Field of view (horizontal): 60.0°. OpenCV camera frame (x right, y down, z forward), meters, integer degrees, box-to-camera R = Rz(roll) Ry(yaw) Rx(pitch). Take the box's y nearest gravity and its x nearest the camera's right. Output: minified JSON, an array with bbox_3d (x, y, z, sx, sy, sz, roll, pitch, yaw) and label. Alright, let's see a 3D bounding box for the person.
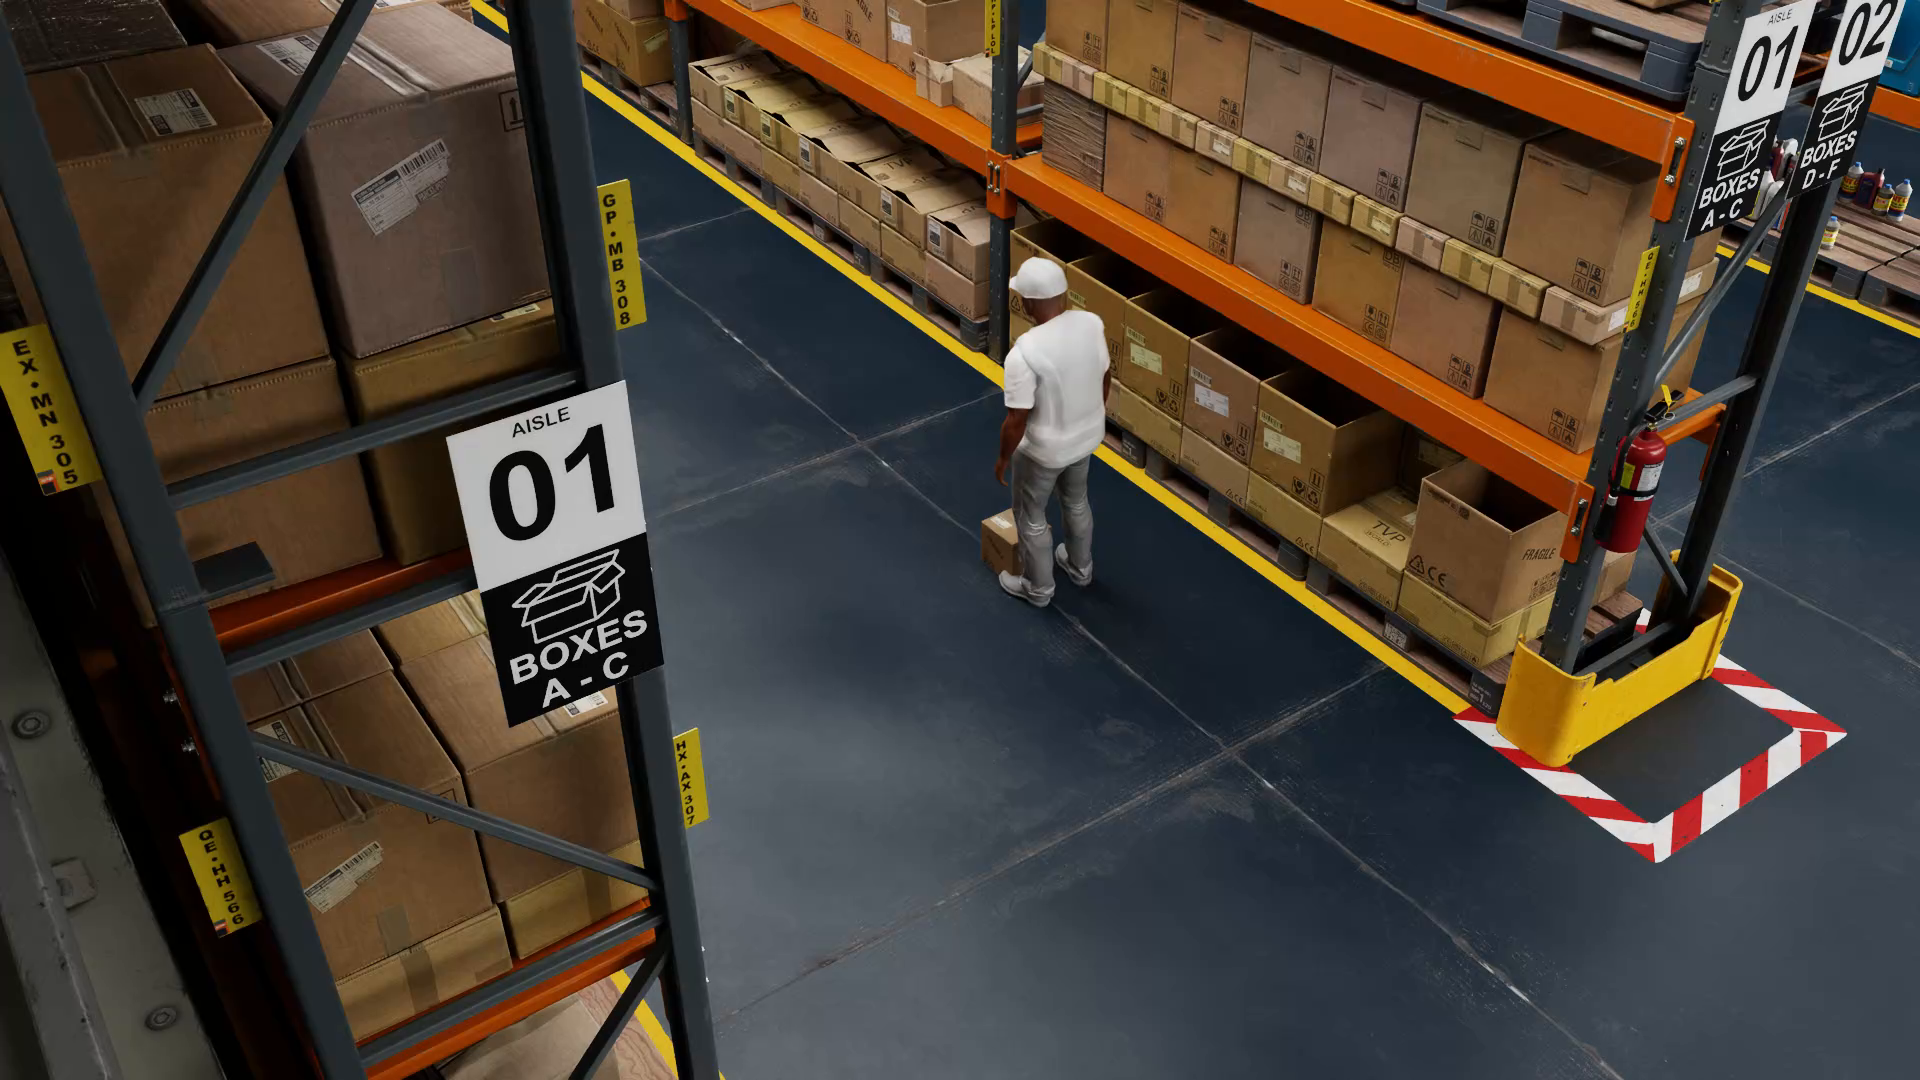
[{"bbox_3d":[0.412,-0.479,7.644,0.632,1.759,0.462,-25,43,-30],"label":"person"}]
